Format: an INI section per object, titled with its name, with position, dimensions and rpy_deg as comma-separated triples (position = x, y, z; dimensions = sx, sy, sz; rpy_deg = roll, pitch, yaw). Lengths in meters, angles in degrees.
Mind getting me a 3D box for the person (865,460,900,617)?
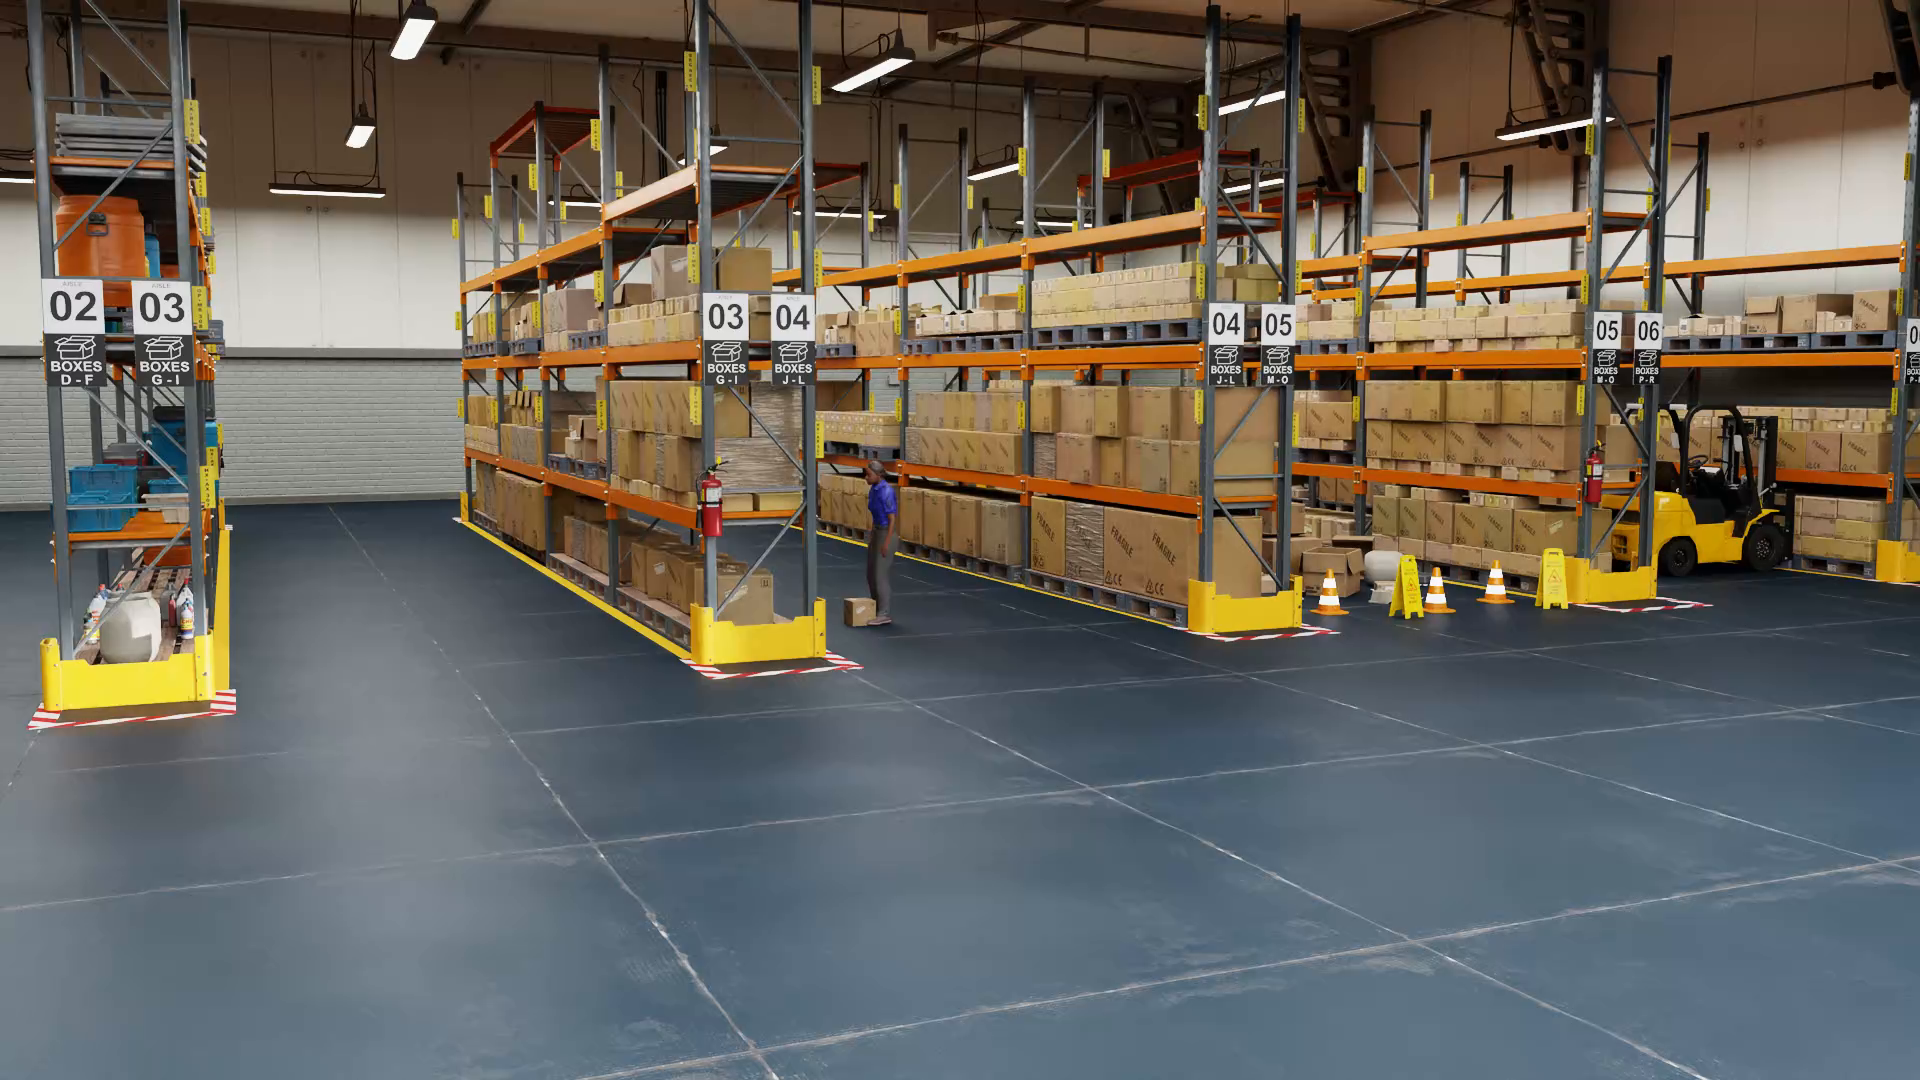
[person]
position = -0.801, -0.016, 16.839
dimensions = 0.348, 1.585, 0.493
rpy_deg = -2, 6, -23
